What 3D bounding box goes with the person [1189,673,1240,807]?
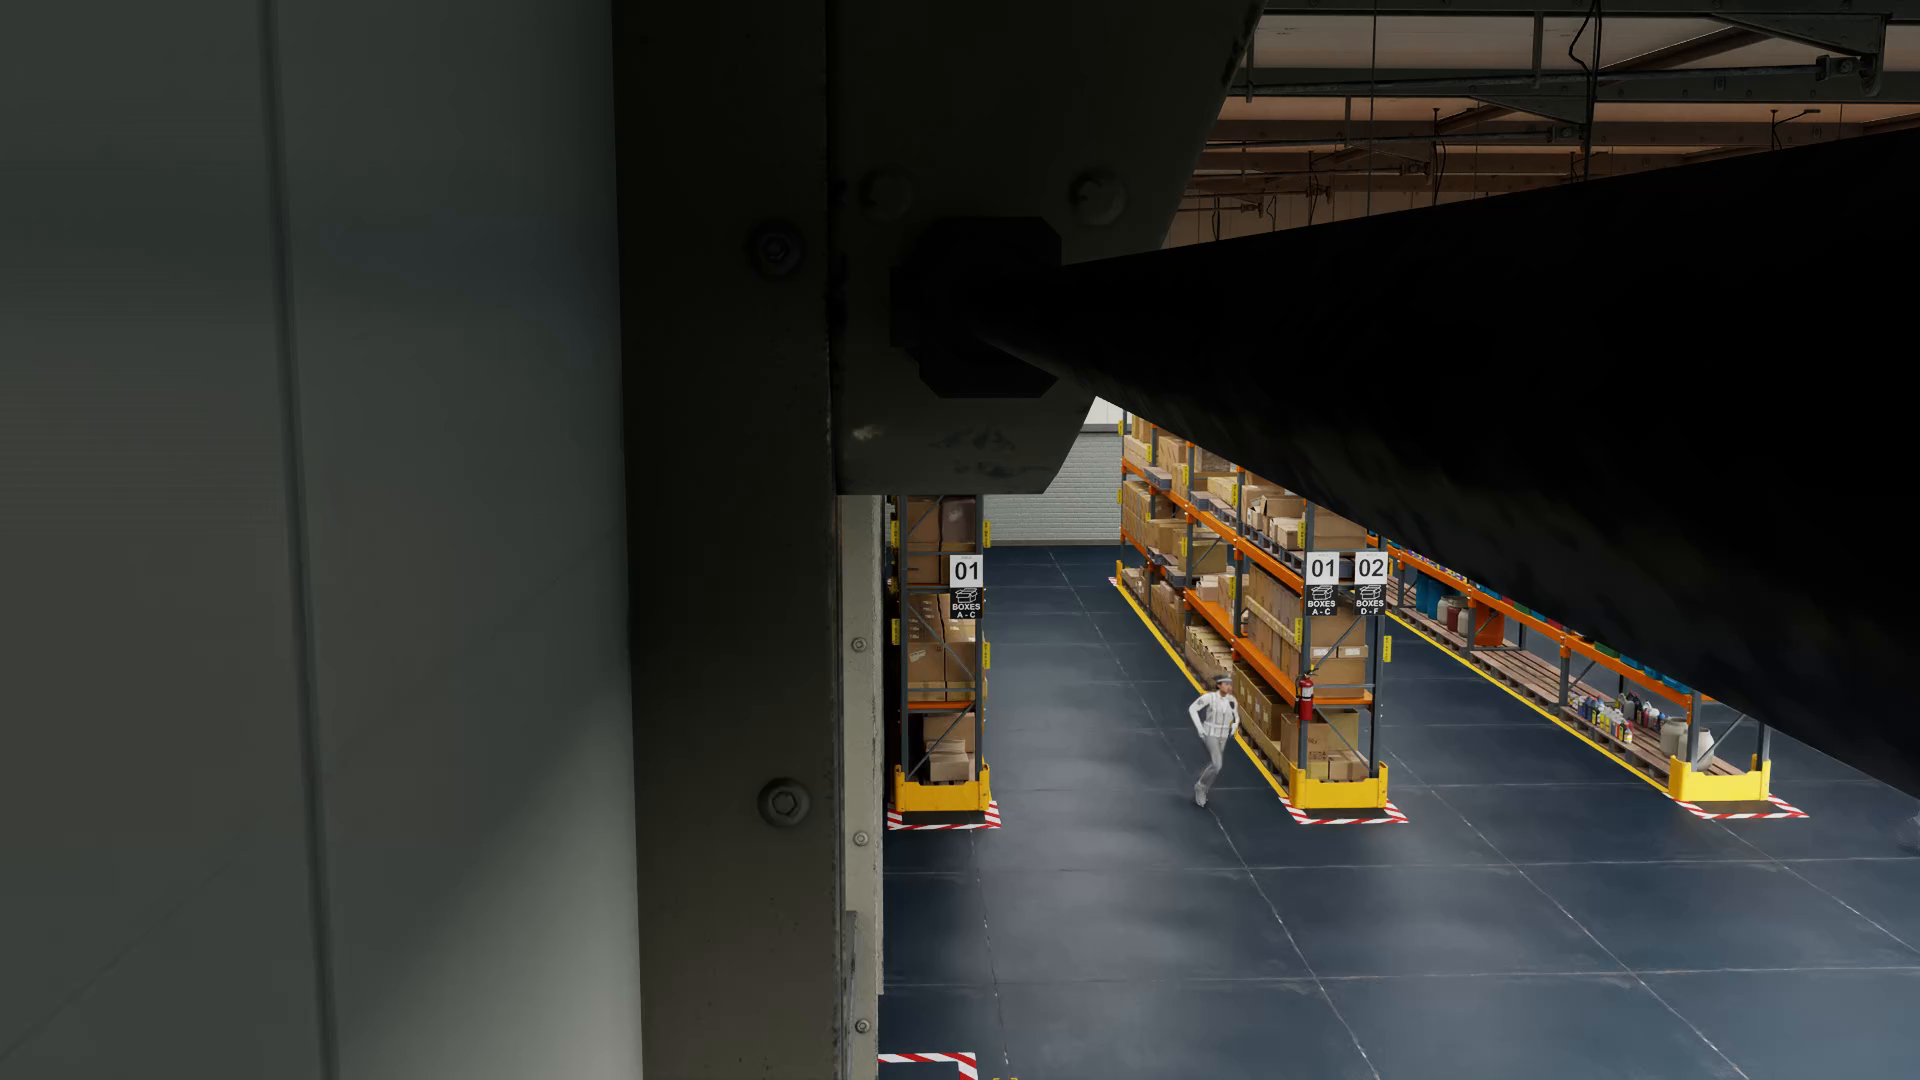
[{"bbox_3d":[3.213,2.475,20.760,0.612,1.669,0.609,-4,9,-26],"label":"person"}]
